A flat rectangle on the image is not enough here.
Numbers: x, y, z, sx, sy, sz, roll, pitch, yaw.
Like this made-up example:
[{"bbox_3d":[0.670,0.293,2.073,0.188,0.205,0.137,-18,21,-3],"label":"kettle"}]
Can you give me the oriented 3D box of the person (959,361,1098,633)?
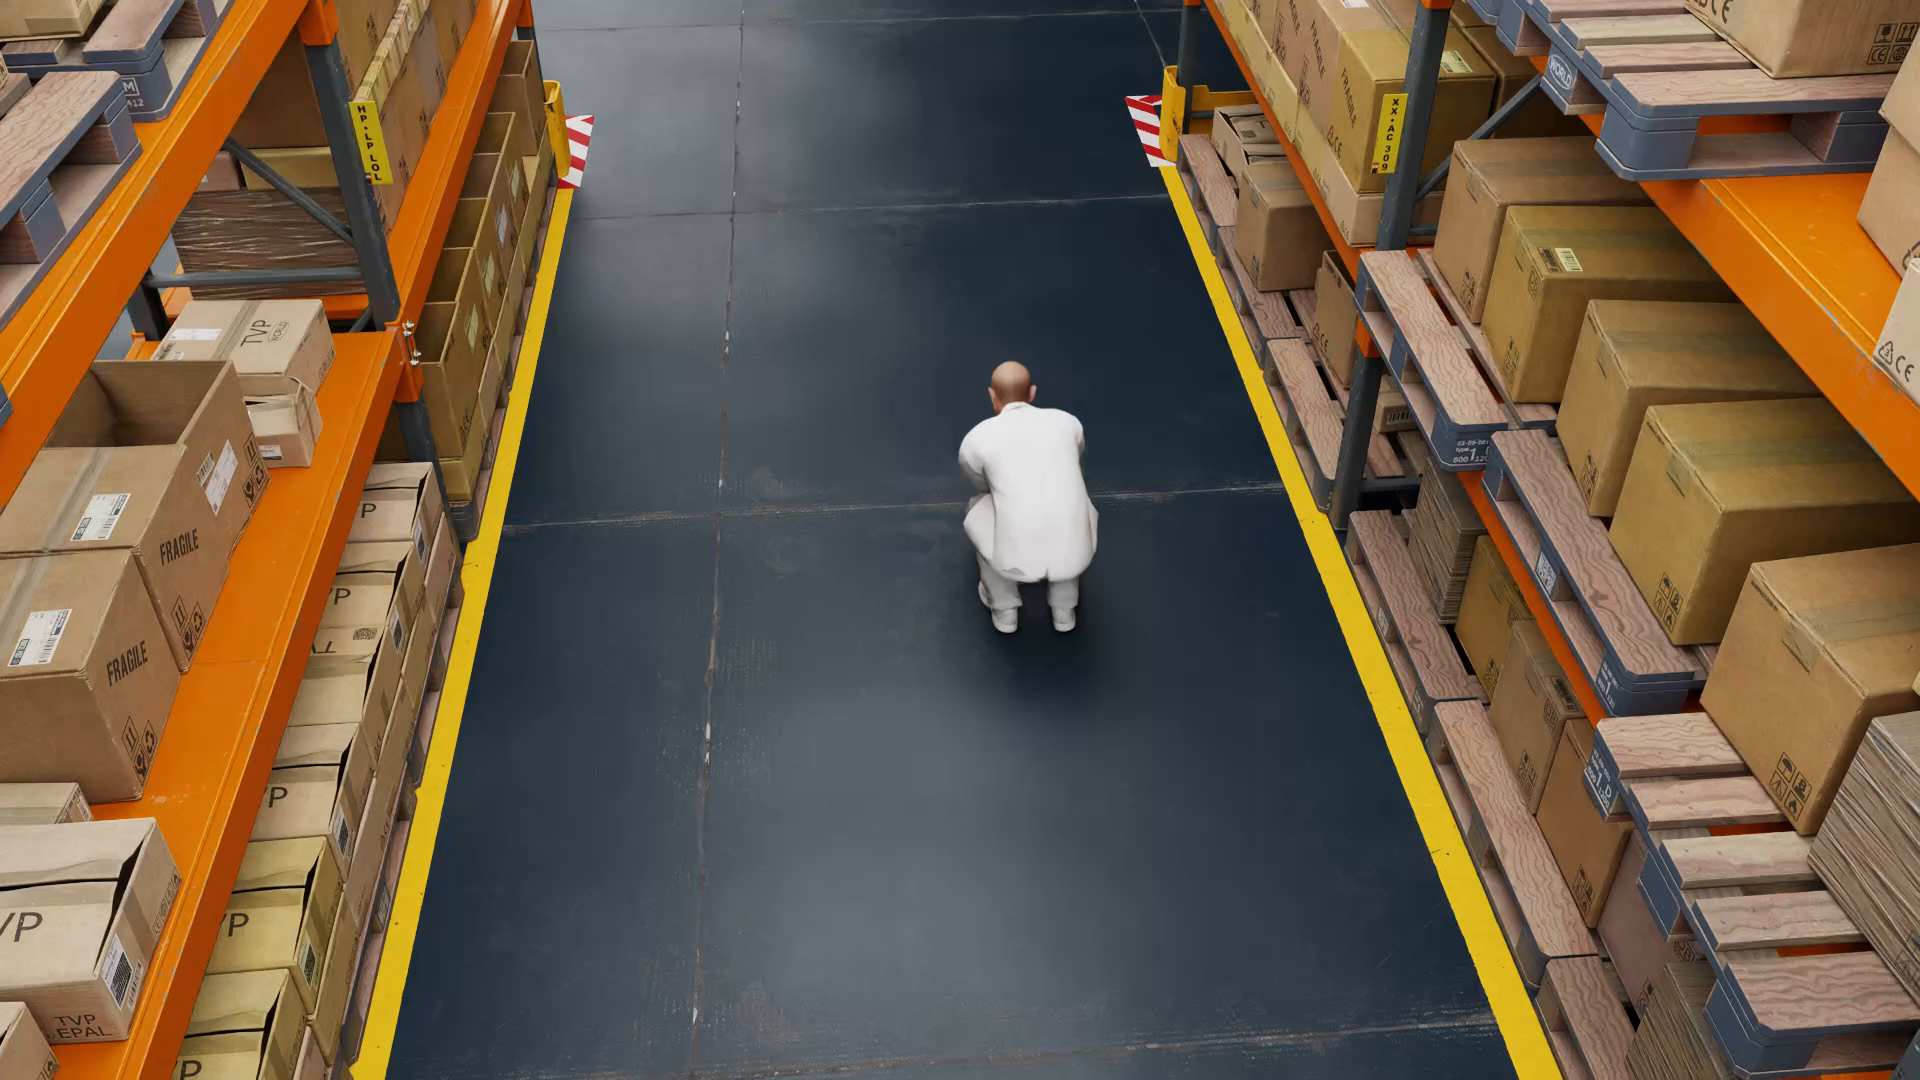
[{"bbox_3d":[0.292,-0.200,7.043,0.586,1.004,0.918,-4,39,-5],"label":"person"}]
